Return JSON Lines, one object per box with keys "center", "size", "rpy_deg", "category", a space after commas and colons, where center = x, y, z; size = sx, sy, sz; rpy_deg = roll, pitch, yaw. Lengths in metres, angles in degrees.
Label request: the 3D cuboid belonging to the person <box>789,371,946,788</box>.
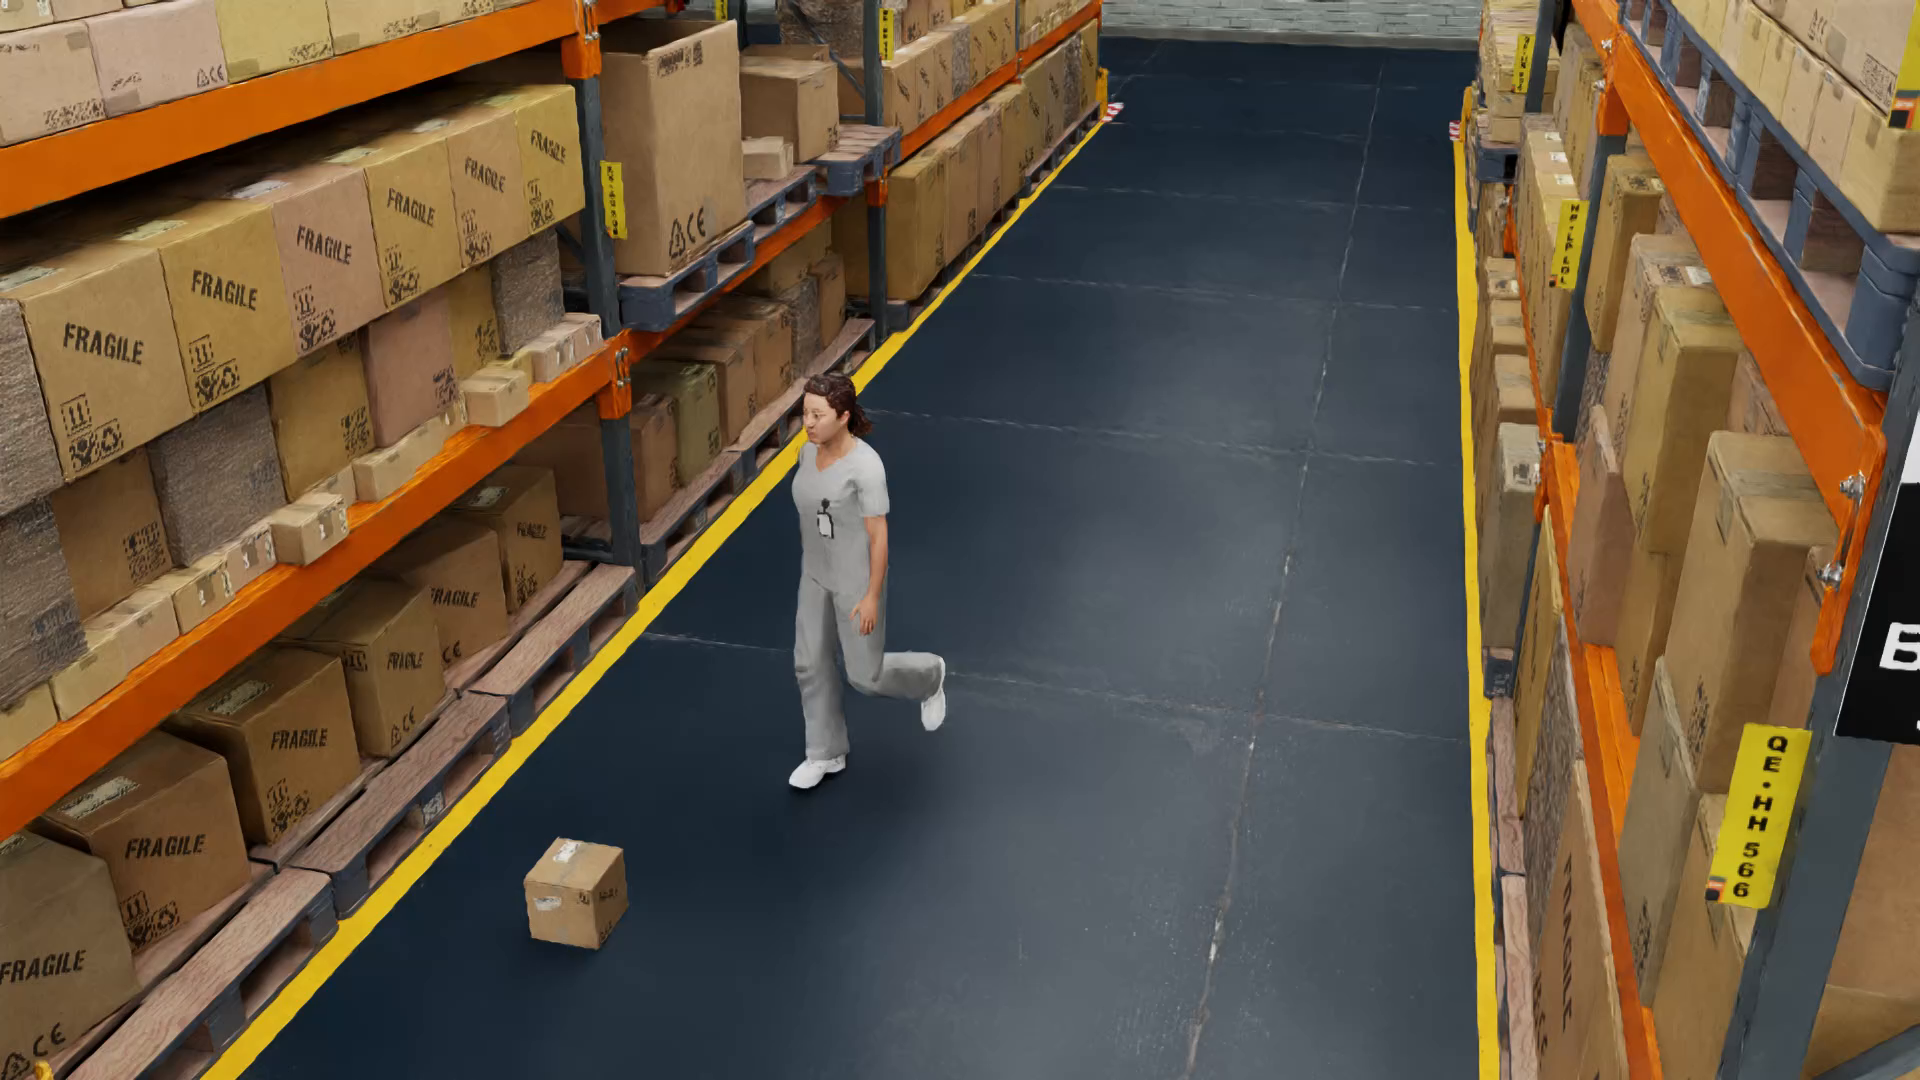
{"center": [-0.387, 0.127, 6.338], "size": [0.474, 1.651, 0.758], "rpy_deg": [20, 32, 36], "category": "person"}
